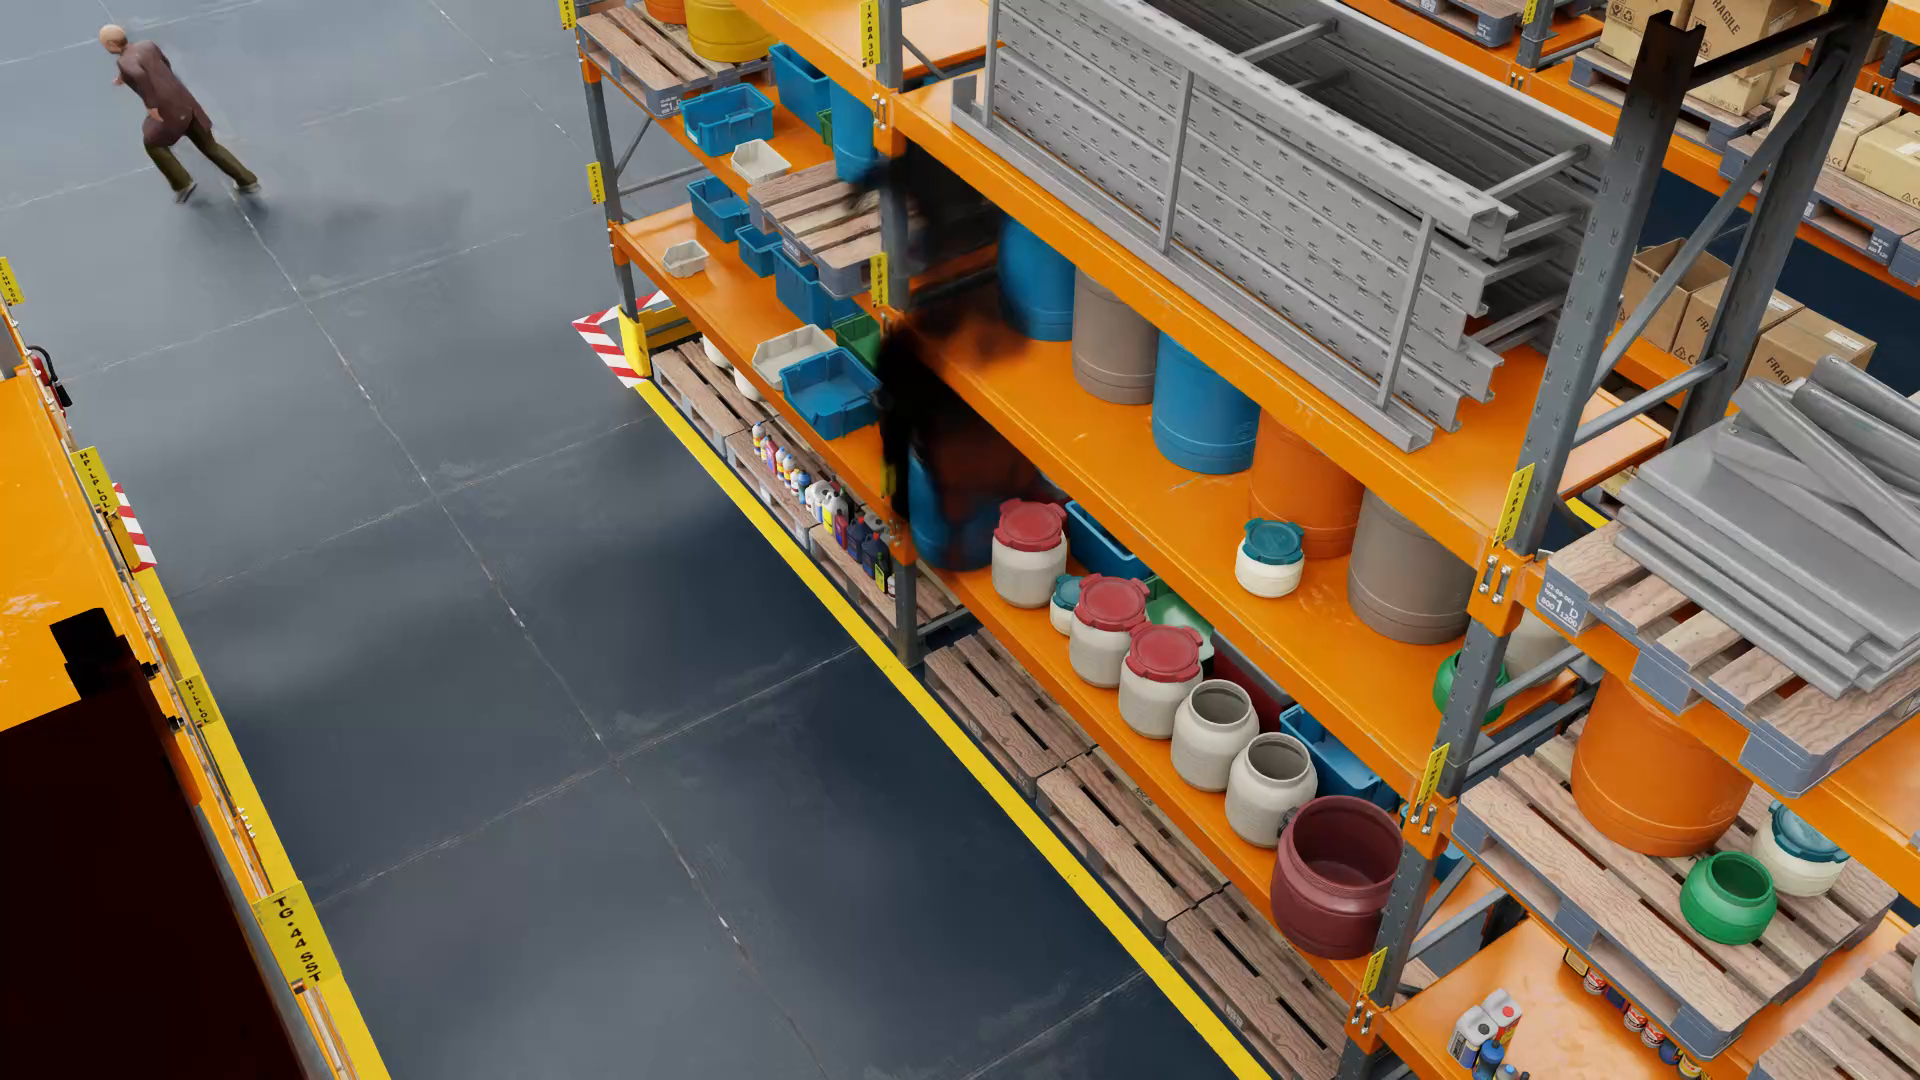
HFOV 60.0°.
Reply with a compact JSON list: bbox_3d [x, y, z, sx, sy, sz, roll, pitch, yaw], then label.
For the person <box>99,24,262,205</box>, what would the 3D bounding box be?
[{"bbox_3d":[-6.818,-3.659,14.547,1.072,1.731,0.752,4,43,4],"label":"person"}]
